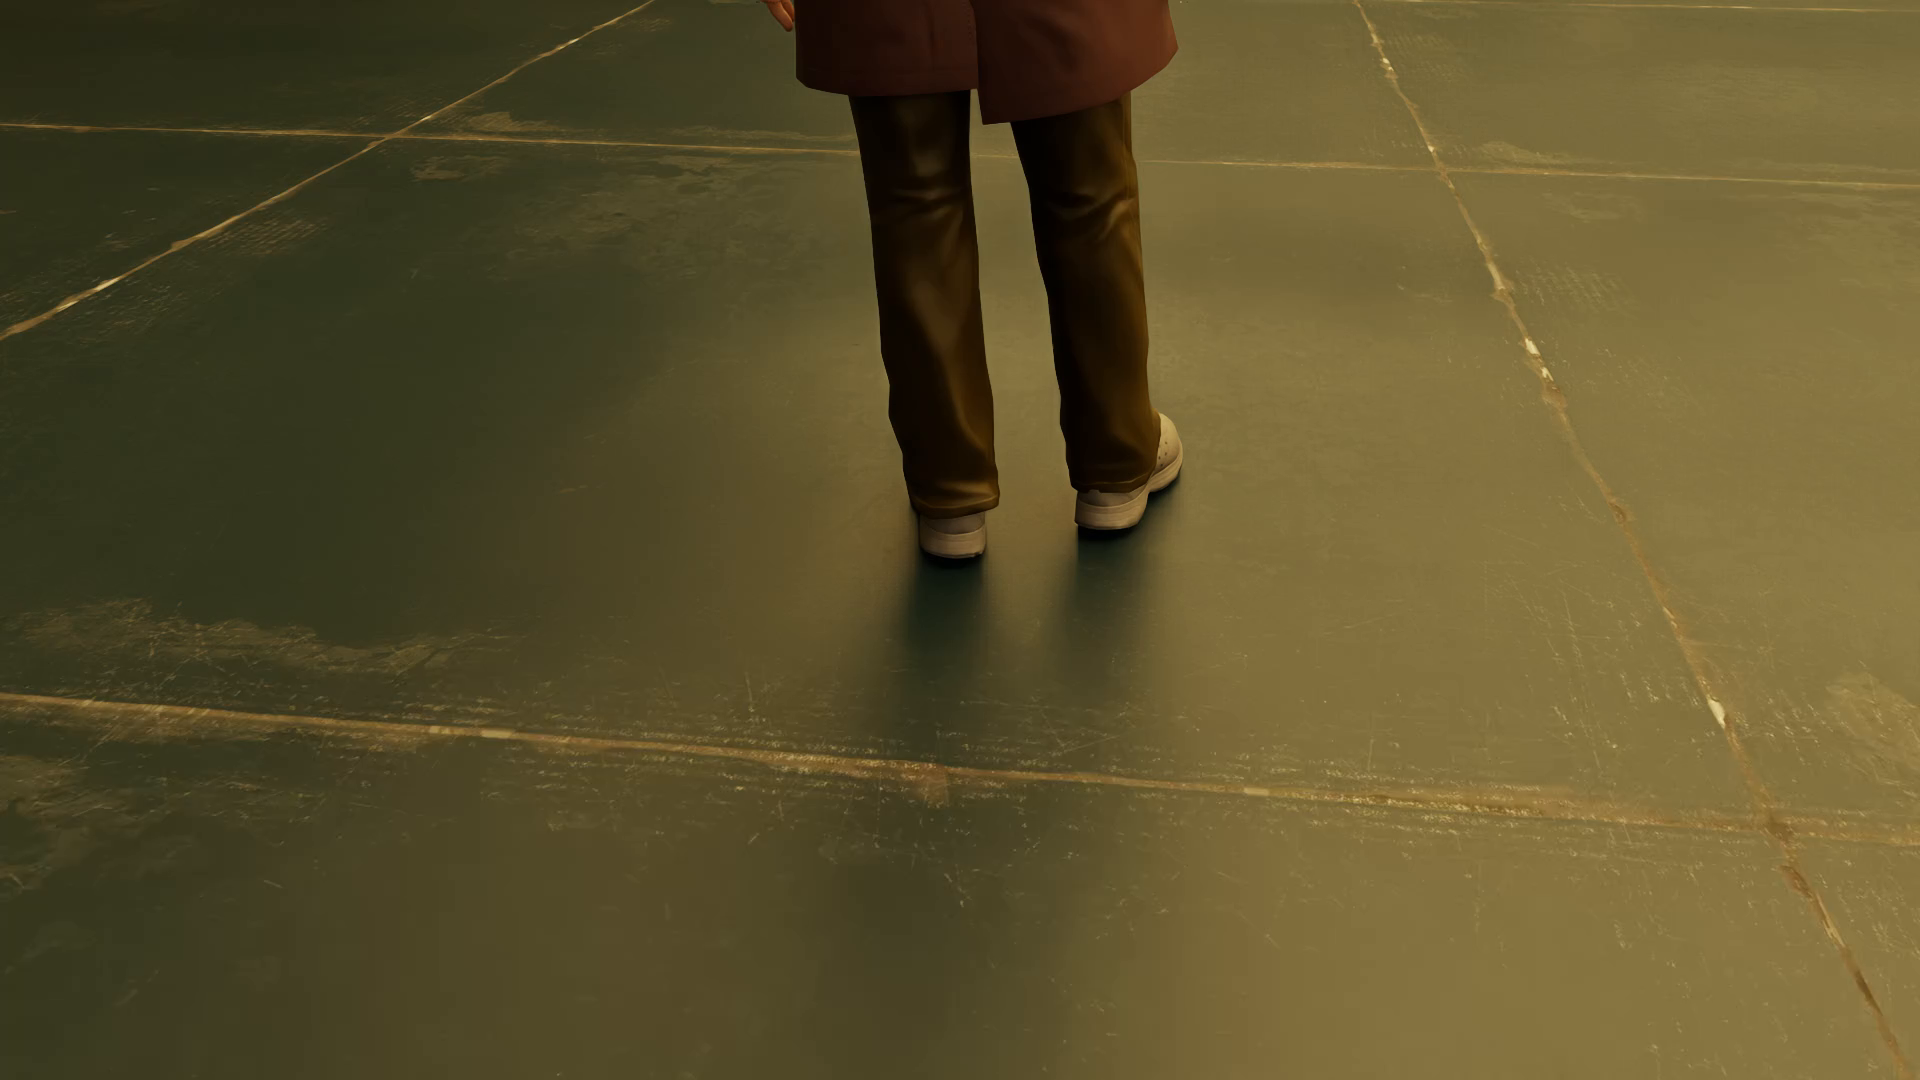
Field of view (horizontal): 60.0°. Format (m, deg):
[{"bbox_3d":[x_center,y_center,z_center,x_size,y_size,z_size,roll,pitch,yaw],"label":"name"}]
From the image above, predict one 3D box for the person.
[{"bbox_3d":[0.017,-0.842,2.180,0.696,1.776,0.582,3,27,7],"label":"person"}]
